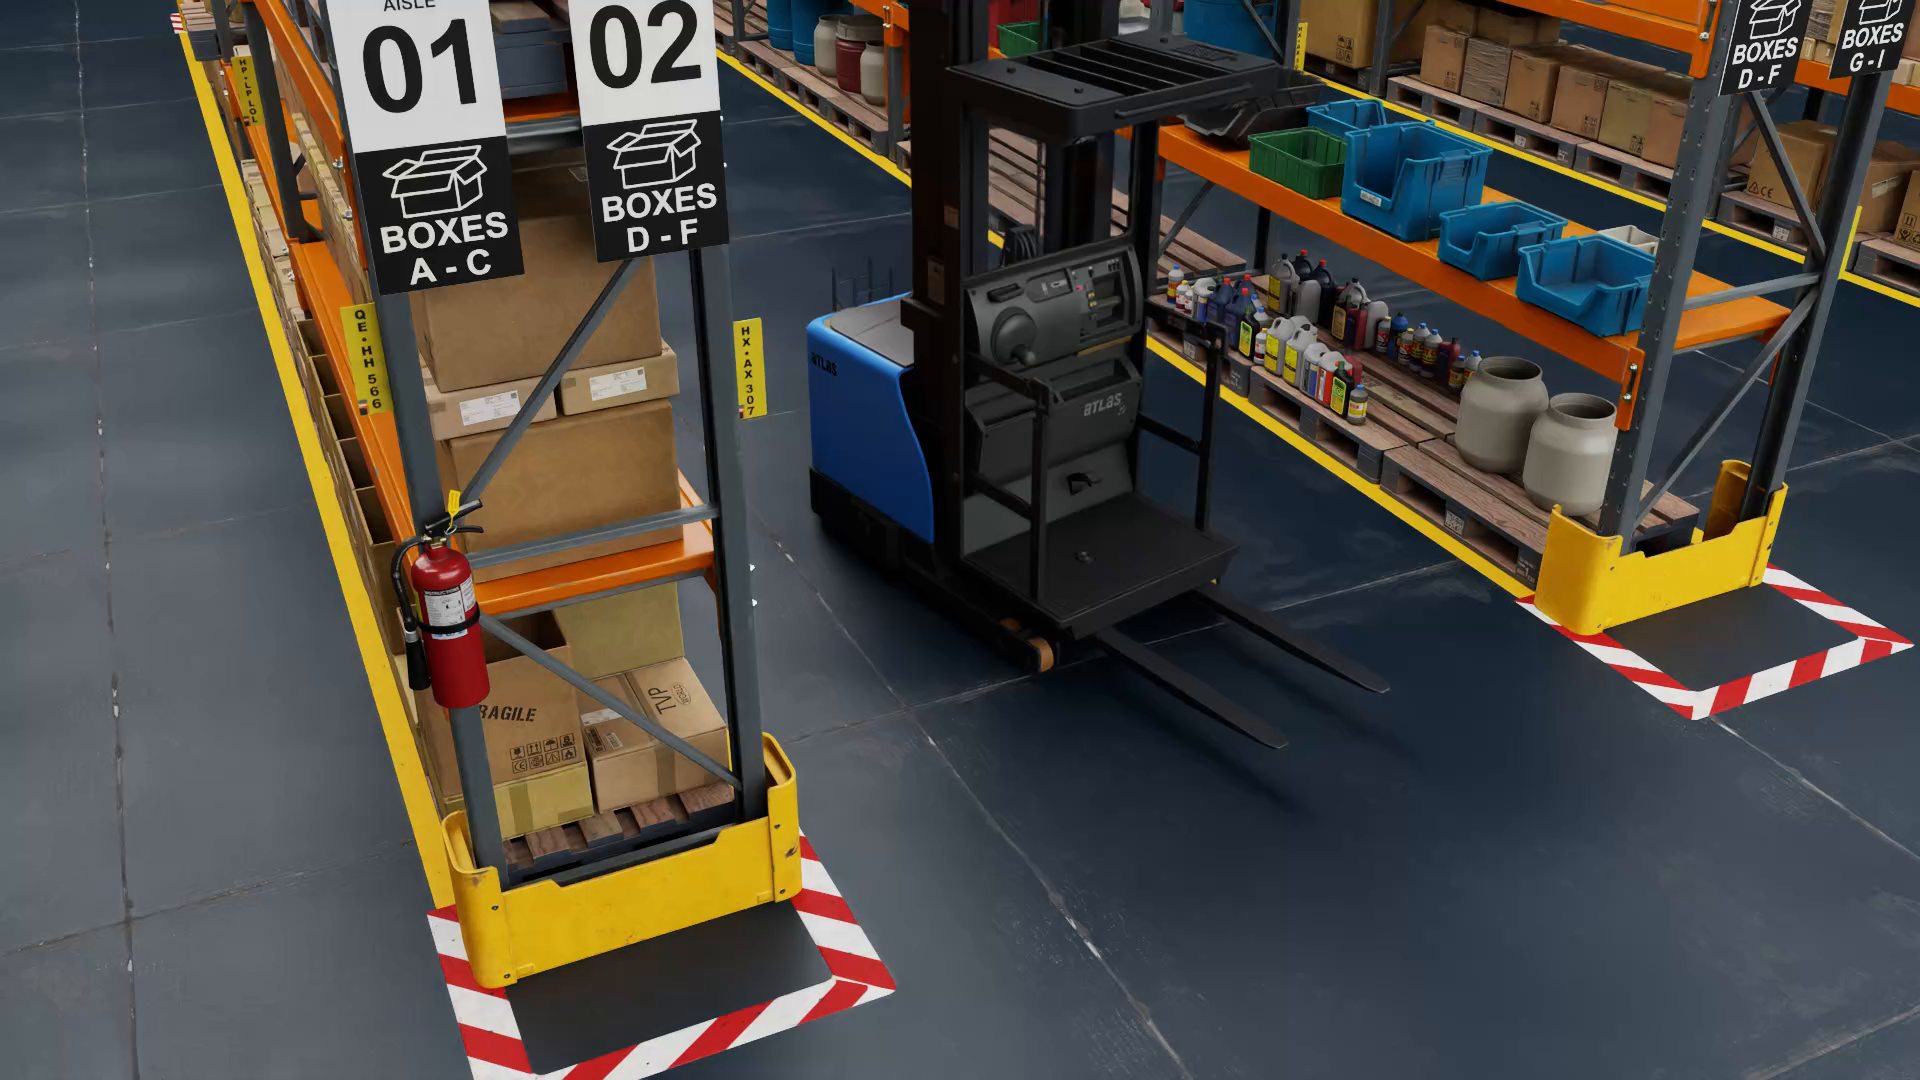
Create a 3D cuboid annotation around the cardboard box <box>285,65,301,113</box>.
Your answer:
[{"bbox_3d":[-3.633,-2.611,9.737,0.500,0.500,0.500,-13,32,-22],"label":"cardboard box"}]

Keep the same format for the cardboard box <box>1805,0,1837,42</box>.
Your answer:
[{"bbox_3d":[6.209,-3.811,11.572,0.875,0.500,0.500,-13,32,-22],"label":"cardboard box"}]

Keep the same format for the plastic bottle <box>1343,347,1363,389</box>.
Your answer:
[{"bbox_3d":[2.143,-0.908,9.130,0.061,0.283,0.133,-13,32,-22],"label":"plastic bottle"}]

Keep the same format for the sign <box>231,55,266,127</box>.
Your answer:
[{"bbox_3d":[-3.363,-2.123,7.866,0.100,0.325,0.005,-13,32,-22],"label":"sign"}]

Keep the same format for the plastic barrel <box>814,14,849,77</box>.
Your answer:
[{"bbox_3d":[-1.152,-4.616,15.529,0.421,0.512,0.421,0,29,0],"label":"plastic barrel"}]

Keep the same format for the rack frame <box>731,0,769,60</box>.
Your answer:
[{"bbox_3d":[-1.836,-6.343,16.495,1.000,3.000,0.127,-13,32,-22],"label":"rack frame"}]

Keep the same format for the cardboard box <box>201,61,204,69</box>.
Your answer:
[{"bbox_3d":[-7.028,-4.598,15.848,0.380,0.149,0.250,-13,32,-22],"label":"cardboard box"}]

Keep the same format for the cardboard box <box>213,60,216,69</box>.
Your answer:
[{"bbox_3d":[-5.895,-4.027,13.703,0.500,0.250,0.500,-13,32,-22],"label":"cardboard box"}]

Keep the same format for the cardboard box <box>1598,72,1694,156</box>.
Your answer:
[{"bbox_3d":[5.640,-3.441,13.425,0.700,0.500,0.500,-13,32,-22],"label":"cardboard box"}]

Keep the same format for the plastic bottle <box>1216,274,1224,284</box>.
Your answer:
[{"bbox_3d":[1.598,-1.469,10.130,0.061,0.283,0.133,-13,32,-22],"label":"plastic bottle"}]

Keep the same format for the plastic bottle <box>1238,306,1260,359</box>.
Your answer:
[{"bbox_3d":[1.684,-1.207,9.664,0.061,0.283,0.133,-12,31,-20],"label":"plastic bottle"}]

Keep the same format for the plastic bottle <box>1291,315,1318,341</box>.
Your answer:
[{"bbox_3d":[1.956,-1.140,9.551,0.152,0.276,0.135,-13,32,-22],"label":"plastic bottle"}]

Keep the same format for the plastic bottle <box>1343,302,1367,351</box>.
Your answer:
[{"bbox_3d":[2.326,-1.269,9.774,0.061,0.283,0.133,-13,32,-22],"label":"plastic bottle"}]

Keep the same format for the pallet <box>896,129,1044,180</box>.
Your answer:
[{"bbox_3d":[0.178,-3.009,13.401,1.003,0.211,1.213,-13,32,-22],"label":"pallet"}]

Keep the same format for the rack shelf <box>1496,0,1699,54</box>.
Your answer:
[{"bbox_3d":[5.213,-4.419,13.799,1.077,0.370,4.000,-13,32,-22],"label":"rack shelf"}]

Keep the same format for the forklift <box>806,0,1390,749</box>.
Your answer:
[{"bbox_3d":[0.550,-0.969,6.980,1.130,2.935,3.031,-21,35,-32],"label":"forklift"}]

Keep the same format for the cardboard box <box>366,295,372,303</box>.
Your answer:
[{"bbox_3d":[-2.016,-0.939,6.756,0.700,0.500,0.500,-12,31,-21],"label":"cardboard box"}]

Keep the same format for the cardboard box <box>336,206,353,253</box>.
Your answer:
[{"bbox_3d":[-2.268,-1.254,6.654,0.380,0.149,0.250,-13,32,-22],"label":"cardboard box"}]

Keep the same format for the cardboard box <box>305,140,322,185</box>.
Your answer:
[{"bbox_3d":[-2.716,-1.713,7.473,0.380,0.149,0.250,-14,32,-23],"label":"cardboard box"}]

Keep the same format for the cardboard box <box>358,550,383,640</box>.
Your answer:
[{"bbox_3d":[-2.312,0.178,7.248,0.500,0.250,0.500,-13,32,-22],"label":"cardboard box"}]

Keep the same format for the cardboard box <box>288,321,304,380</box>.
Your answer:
[{"bbox_3d":[-3.533,-1.101,9.528,0.500,0.250,0.500,-14,32,-23],"label":"cardboard box"}]

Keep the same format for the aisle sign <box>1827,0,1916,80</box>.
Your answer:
[{"bbox_3d":[3.611,-2.206,6.459,0.394,0.787,0.004,-13,32,-22],"label":"aisle sign"}]

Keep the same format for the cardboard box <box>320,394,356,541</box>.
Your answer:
[{"bbox_3d":[-2.531,-0.369,7.457,0.500,0.500,0.500,-13,32,-22],"label":"cardboard box"}]

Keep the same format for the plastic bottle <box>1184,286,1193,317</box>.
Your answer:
[{"bbox_3d":[1.426,-1.458,10.194,0.097,0.201,0.097,0,29,0],"label":"plastic bottle"}]

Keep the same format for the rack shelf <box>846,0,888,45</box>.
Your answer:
[{"bbox_3d":[-0.978,-5.146,15.095,1.077,0.370,4.000,-13,32,-22],"label":"rack shelf"}]

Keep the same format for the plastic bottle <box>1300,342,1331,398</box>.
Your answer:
[{"bbox_3d":[1.988,-0.943,9.201,0.152,0.276,0.135,-14,32,-23],"label":"plastic bottle"}]

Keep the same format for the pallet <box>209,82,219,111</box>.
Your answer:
[{"bbox_3d":[-6.606,-4.392,15.866,1.003,0.211,1.213,-13,32,-22],"label":"pallet"}]

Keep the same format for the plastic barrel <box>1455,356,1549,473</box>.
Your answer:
[{"bbox_3d":[2.749,-0.636,8.432,0.421,0.512,0.421,0,29,0],"label":"plastic barrel"}]

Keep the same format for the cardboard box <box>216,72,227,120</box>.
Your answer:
[{"bbox_3d":[-5.877,-3.686,13.862,0.500,0.500,0.500,-13,32,-21],"label":"cardboard box"}]

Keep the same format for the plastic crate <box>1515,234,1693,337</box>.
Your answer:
[{"bbox_3d":[2.830,-1.135,7.360,0.499,0.251,0.616,-13,32,-22],"label":"plastic crate"}]

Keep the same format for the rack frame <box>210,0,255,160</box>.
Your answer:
[{"bbox_3d":[-4.594,-3.537,11.492,1.000,3.000,0.127,-13,32,-22],"label":"rack frame"}]

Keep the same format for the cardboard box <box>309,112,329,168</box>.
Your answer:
[{"bbox_3d":[-2.463,-1.962,7.254,0.700,0.500,0.500,-13,32,-22],"label":"cardboard box"}]

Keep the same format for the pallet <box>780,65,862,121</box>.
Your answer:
[{"bbox_3d":[-1.015,-4.237,15.591,1.003,0.211,1.213,-13,32,-22],"label":"pallet"}]

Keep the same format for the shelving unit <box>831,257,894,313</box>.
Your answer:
[{"bbox_3d":[-0.482,-0.820,8.485,0.258,1.200,0.189,-21,35,-32],"label":"shelving unit"}]

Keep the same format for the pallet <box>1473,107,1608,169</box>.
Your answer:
[{"bbox_3d":[5.208,-3.516,14.304,1.003,0.211,1.213,-13,32,-22],"label":"pallet"}]

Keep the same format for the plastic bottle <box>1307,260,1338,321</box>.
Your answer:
[{"bbox_3d":[2.217,-1.537,10.182,0.144,0.351,0.185,-15,32,-24],"label":"plastic bottle"}]

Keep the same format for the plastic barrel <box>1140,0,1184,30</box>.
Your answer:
[{"bbox_3d":[1.386,-3.337,10.995,0.433,0.535,0.433,0,29,0],"label":"plastic barrel"}]

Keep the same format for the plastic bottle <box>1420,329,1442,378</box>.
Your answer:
[{"bbox_3d":[2.671,-1.062,9.416,0.097,0.271,0.097,0,29,0],"label":"plastic bottle"}]

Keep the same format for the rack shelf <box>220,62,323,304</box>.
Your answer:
[{"bbox_3d":[-3.736,-2.340,10.092,1.077,0.370,4.000,-13,32,-22],"label":"rack shelf"}]

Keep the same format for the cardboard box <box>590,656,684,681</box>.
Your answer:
[{"bbox_3d":[-1.407,0.509,6.658,0.500,0.250,0.500,-13,32,-22],"label":"cardboard box"}]

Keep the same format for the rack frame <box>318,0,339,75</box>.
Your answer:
[{"bbox_3d":[-1.160,-2.620,3.722,1.000,3.000,0.127,-13,32,-22],"label":"rack frame"}]

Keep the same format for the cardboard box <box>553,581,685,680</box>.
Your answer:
[{"bbox_3d":[-1.406,0.181,6.475,0.500,0.500,0.500,-13,32,-22],"label":"cardboard box"}]

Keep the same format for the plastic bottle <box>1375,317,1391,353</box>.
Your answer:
[{"bbox_3d":[2.498,-1.210,9.752,0.097,0.201,0.097,0,29,0],"label":"plastic bottle"}]

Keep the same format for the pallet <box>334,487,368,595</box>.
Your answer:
[{"bbox_3d":[-2.574,-0.194,8.380,1.003,0.211,1.213,-13,32,-22],"label":"pallet"}]

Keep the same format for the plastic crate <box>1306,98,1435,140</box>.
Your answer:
[{"bbox_3d":[2.318,-2.312,9.459,0.499,0.251,0.616,-13,32,-22],"label":"plastic crate"}]

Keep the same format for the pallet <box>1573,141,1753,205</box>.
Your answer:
[{"bbox_3d":[5.736,-2.976,13.342,1.003,0.211,1.213,-13,32,-22],"label":"pallet"}]

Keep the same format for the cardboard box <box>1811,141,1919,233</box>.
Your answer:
[{"bbox_3d":[6.460,-2.505,11.777,0.500,0.500,0.500,-3,29,-6],"label":"cardboard box"}]

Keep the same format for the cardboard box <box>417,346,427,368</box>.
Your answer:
[{"bbox_3d":[-1.610,-0.574,5.442,0.380,0.149,0.250,-12,32,-21],"label":"cardboard box"}]

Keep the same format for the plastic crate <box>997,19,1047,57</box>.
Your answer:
[{"bbox_3d":[0.596,-3.427,11.510,0.450,0.188,0.662,-13,32,-22],"label":"plastic crate"}]

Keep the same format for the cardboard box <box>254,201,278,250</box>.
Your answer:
[{"bbox_3d":[-4.185,-2.017,10.588,0.500,0.311,0.500,-14,32,-23],"label":"cardboard box"}]

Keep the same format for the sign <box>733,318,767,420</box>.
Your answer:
[{"bbox_3d":[-0.656,-0.530,5.162,0.100,0.325,0.005,-13,32,-22],"label":"sign"}]

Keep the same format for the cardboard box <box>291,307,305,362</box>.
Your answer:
[{"bbox_3d":[-3.310,-1.118,8.985,0.500,0.311,0.500,-13,32,-22],"label":"cardboard box"}]

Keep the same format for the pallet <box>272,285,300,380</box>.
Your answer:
[{"bbox_3d":[-3.756,-1.411,10.551,1.003,0.211,1.213,-13,32,-22],"label":"pallet"}]

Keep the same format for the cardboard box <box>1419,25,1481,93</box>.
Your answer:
[{"bbox_3d":[4.660,-4.426,15.182,0.700,0.500,0.500,-15,33,-25],"label":"cardboard box"}]

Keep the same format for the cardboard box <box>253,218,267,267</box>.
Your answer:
[{"bbox_3d":[-4.418,-2.006,11.143,0.500,0.250,0.500,-14,32,-23],"label":"cardboard box"}]

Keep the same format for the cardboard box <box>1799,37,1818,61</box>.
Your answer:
[{"bbox_3d":[5.988,-3.468,11.625,0.380,0.149,0.250,-13,32,-22],"label":"cardboard box"}]

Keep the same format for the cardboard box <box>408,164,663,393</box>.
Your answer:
[{"bbox_3d":[-1.372,-0.845,5.262,0.700,0.500,0.500,-13,32,-22],"label":"cardboard box"}]

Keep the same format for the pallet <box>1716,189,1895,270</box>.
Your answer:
[{"bbox_3d":[6.392,-2.343,12.213,1.003,0.211,1.213,-13,32,-22],"label":"pallet"}]
